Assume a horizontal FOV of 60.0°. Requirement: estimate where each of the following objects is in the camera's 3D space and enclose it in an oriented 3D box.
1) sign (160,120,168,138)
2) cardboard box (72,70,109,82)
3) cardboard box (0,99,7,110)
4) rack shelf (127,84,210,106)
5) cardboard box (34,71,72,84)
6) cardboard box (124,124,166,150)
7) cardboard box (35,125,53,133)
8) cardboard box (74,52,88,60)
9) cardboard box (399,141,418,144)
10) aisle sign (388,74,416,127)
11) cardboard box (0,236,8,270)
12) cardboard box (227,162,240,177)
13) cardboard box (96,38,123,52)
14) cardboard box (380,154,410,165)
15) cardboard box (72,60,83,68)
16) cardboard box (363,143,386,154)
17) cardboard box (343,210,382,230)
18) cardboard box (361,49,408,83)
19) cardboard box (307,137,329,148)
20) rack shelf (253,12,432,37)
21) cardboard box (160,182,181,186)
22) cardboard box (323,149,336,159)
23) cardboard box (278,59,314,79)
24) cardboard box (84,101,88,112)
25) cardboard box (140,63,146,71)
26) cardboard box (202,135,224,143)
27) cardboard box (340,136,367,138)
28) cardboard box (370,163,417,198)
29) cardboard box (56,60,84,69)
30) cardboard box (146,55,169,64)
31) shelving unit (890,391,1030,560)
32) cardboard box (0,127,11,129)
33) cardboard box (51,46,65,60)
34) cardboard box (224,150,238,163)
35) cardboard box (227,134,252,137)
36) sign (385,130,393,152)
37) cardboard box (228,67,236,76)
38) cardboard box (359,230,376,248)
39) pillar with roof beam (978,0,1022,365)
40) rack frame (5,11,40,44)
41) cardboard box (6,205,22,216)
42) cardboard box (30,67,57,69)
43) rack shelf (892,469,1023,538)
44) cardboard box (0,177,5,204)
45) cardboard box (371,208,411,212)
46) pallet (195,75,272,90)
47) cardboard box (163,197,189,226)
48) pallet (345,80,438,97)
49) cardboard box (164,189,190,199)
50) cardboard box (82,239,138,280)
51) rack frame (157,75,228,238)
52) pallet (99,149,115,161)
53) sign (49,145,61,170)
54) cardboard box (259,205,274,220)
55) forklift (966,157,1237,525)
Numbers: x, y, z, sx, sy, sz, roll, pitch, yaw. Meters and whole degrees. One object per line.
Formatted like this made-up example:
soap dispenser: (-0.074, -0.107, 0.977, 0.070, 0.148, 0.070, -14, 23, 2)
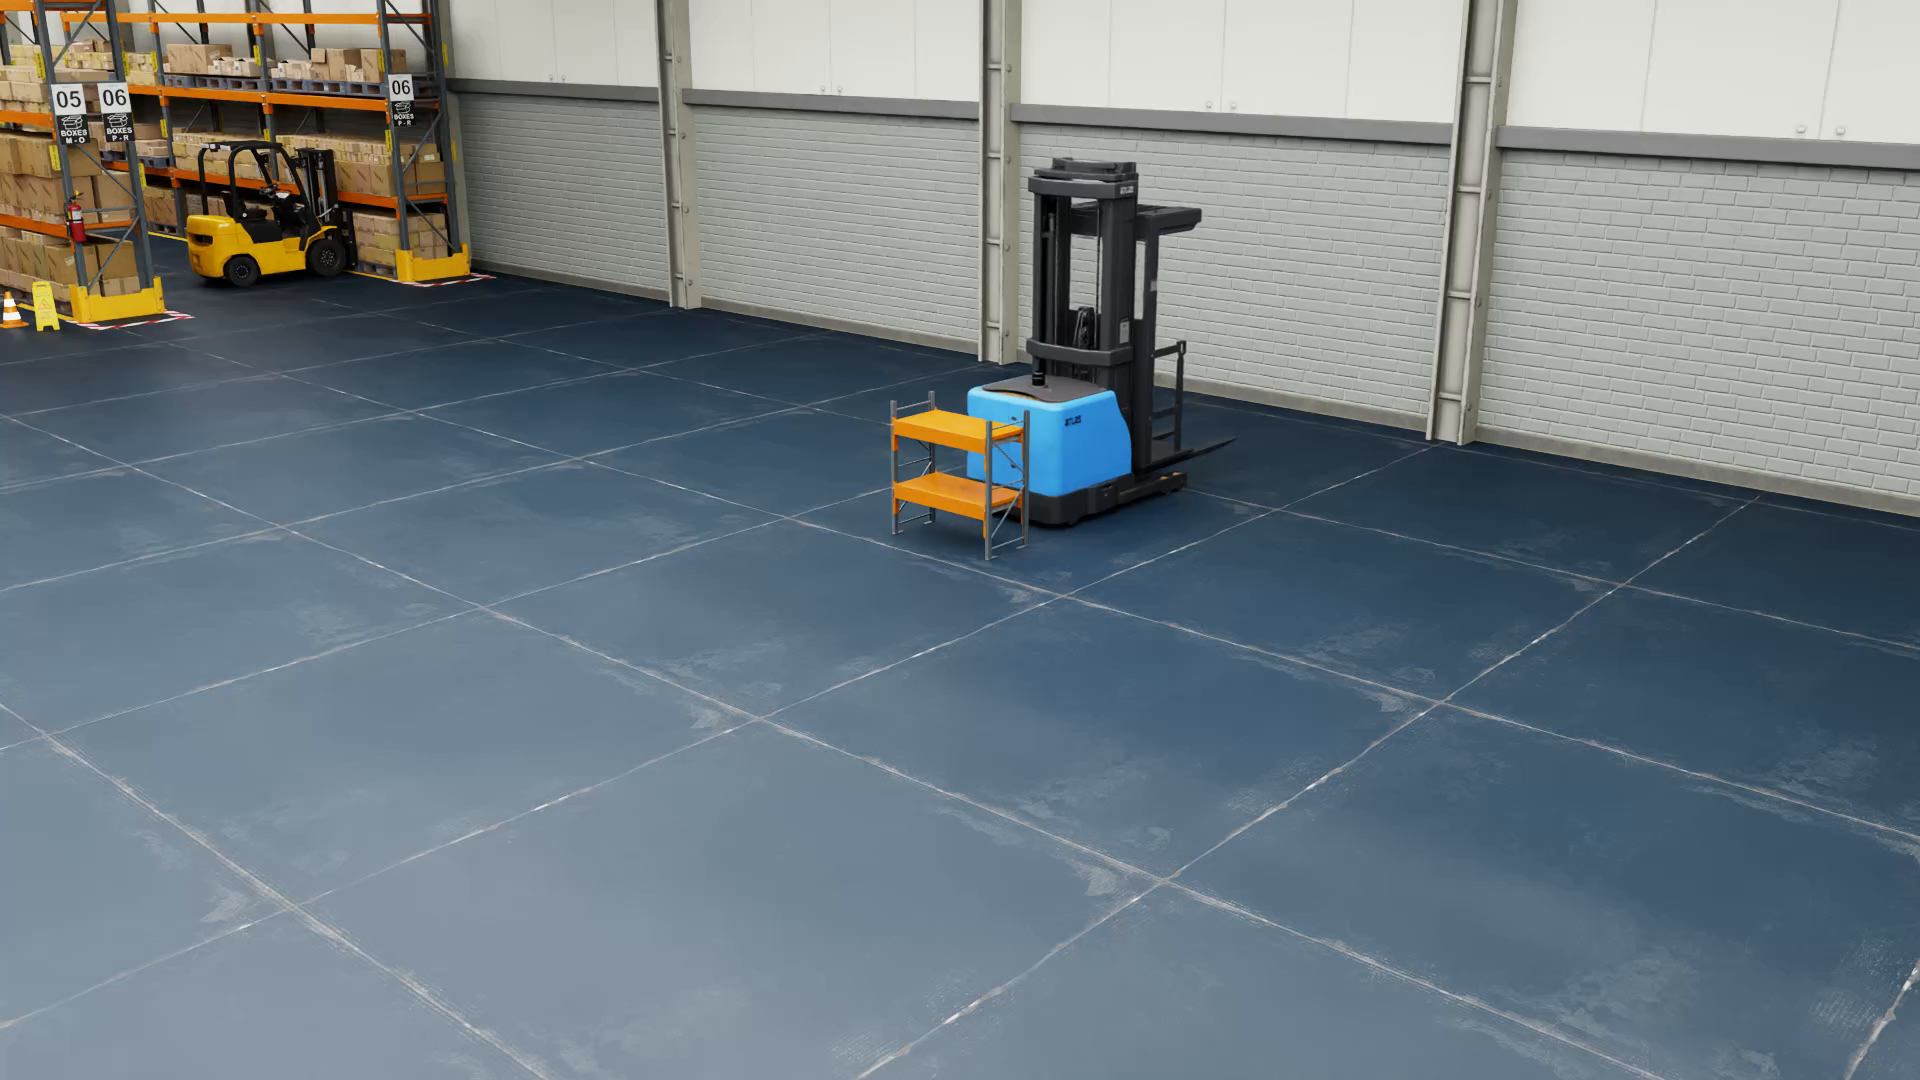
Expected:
sign: (-14.918, -7.712, 31.170, 0.005, 0.325, 0.100, 15, 23, 39)
cardboard box: (-12.003, -6.400, 22.957, 0.250, 0.149, 0.380, 15, 23, 39)
cardboard box: (-13.504, -6.209, 23.674, 0.250, 0.149, 0.380, 15, 23, 39)
rack shelf: (-16.060, -8.811, 32.646, 4.000, 0.370, 1.077, 15, 23, 39)
cardboard box: (-12.322, -6.284, 22.591, 0.250, 0.149, 0.380, 15, 23, 40)
cardboard box: (-15.908, -7.858, 32.548, 0.637, 0.503, 0.797, 14, 23, 38)
cardboard box: (-19.265, -8.903, 35.224, 0.500, 0.500, 0.500, 16, 23, 41)
cardboard box: (-17.377, -9.629, 33.098, 0.250, 0.149, 0.380, 16, 23, 40)
cardboard box: (-9.071, -6.441, 27.218, 0.250, 0.149, 0.380, 16, 23, 40)
aisle sign: (-8.727, -6.876, 26.020, 0.004, 0.787, 0.394, 15, 23, 39)
cardboard box: (-14.194, -4.358, 24.997, 0.500, 0.500, 0.500, 16, 24, 41)
cardboard box: (-12.854, -6.696, 30.000, 0.500, 0.250, 0.500, 15, 23, 40)
cardboard box: (-17.062, -9.931, 33.366, 0.258, 0.266, 0.396, 15, 23, 39)
cardboard box: (-9.026, -6.079, 26.571, 0.250, 0.149, 0.380, 15, 23, 40)
cardboard box: (-17.426, -9.474, 33.101, 0.250, 0.149, 0.380, 15, 23, 40)
cardboard box: (-9.408, -6.328, 26.863, 0.250, 0.149, 0.380, 16, 23, 40)
cardboard box: (-9.902, -5.305, 27.566, 0.500, 0.250, 0.500, 15, 23, 40)
cardboard box: (-9.074, -7.475, 26.223, 0.500, 0.500, 0.500, 16, 24, 41)
cardboard box: (-10.743, -6.685, 27.987, 0.250, 0.149, 0.380, 15, 23, 38)
rack shelf: (-10.077, -8.444, 27.192, 4.000, 0.370, 1.077, 15, 23, 39)
cardboard box: (-15.750, -7.063, 33.275, 0.250, 0.149, 0.380, 15, 23, 40)
cardboard box: (-10.366, -6.438, 27.700, 0.250, 0.149, 0.380, 14, 23, 38)
cardboard box: (-11.112, -7.932, 27.976, 0.500, 0.311, 0.500, 16, 23, 40)
cardboard box: (-12.161, -6.075, 23.252, 0.250, 0.149, 0.380, 14, 22, 38)
cardboard box: (-15.350, -9.002, 31.650, 0.250, 0.149, 0.380, 16, 23, 40)
cardboard box: (-13.700, -7.356, 30.595, 0.250, 0.149, 0.380, 15, 23, 40)
cardboard box: (-10.357, -6.820, 28.412, 0.250, 0.149, 0.380, 15, 23, 38)
cardboard box: (-9.123, -5.803, 26.774, 0.500, 0.500, 0.500, 14, 23, 38)
cardboard box: (-18.083, -9.666, 33.907, 0.500, 0.250, 0.500, 15, 23, 39)
cardboard box: (-15.018, -9.015, 31.196, 0.250, 0.149, 0.380, 16, 24, 41)
shelving unit: (-0.005, -0.538, 13.446, 1.048, 1.125, 0.538, 15, 23, 39)
cardboard box: (-14.679, -5.924, 25.010, 0.500, 0.500, 0.700, 15, 23, 39)
cardboard box: (-18.479, -10.011, 34.167, 0.500, 0.250, 0.500, 15, 23, 38)
cardboard box: (-12.878, -6.933, 29.919, 0.500, 0.250, 0.500, 16, 23, 40)
cardboard box: (-13.390, -7.463, 30.932, 0.250, 0.149, 0.380, 15, 23, 39)
sign: (-8.952, -6.261, 26.076, 0.005, 0.325, 0.100, 15, 23, 39)
cardboard box: (-12.597, -8.229, 29.180, 0.250, 0.149, 0.380, 15, 23, 39)
cardboard box: (-9.520, -4.974, 27.351, 0.500, 0.250, 0.500, 15, 23, 39)
pillar with roof beam: (-2.386, -5.536, 16.179, 0.400, 9.000, 9.100, 15, 23, 39)
rack frame: (-20.548, -11.788, 35.880, 0.127, 3.000, 1.000, 15, 23, 39)
cardboard box: (-13.684, -4.837, 24.309, 0.250, 0.149, 0.380, 15, 23, 39)
cardboard box: (-13.260, -6.782, 24.160, 0.250, 0.149, 0.380, 15, 23, 40)
rack shelf: (-0.005, -0.304, 13.520, 1.000, 0.278, 0.538, 15, 23, 39)
cardboard box: (-13.963, -5.234, 24.489, 0.500, 0.500, 0.500, 15, 23, 39)
cardboard box: (-9.558, -5.424, 27.942, 0.500, 0.250, 0.500, 15, 23, 39)
pallet: (-13.159, -8.322, 30.230, 1.213, 0.211, 1.003, 16, 24, 42)
cardboard box: (-15.023, -6.367, 32.155, 0.500, 0.500, 0.500, 16, 24, 41)
pallet: (-9.093, -7.252, 26.690, 1.213, 0.211, 1.003, 15, 23, 39)
cardboard box: (-15.102, -6.682, 32.074, 0.250, 0.149, 0.380, 14, 22, 37)
cardboard box: (-12.311, -4.069, 24.085, 0.500, 0.500, 0.500, 14, 22, 37)
rack frame: (-14.564, -7.323, 31.726, 0.127, 3.000, 1.000, 15, 23, 39)
pallet: (-17.031, -7.849, 33.702, 1.213, 0.211, 1.003, 15, 23, 39)
sign: (-12.256, -5.173, 22.518, 0.005, 0.325, 0.100, 15, 23, 39)
cardboard box: (-11.970, -5.690, 29.813, 0.625, 0.625, 0.875, 16, 24, 42)
forklift: (1.404, -1.892, 14.727, 1.130, 2.935, 3.031, 15, 23, 39)
